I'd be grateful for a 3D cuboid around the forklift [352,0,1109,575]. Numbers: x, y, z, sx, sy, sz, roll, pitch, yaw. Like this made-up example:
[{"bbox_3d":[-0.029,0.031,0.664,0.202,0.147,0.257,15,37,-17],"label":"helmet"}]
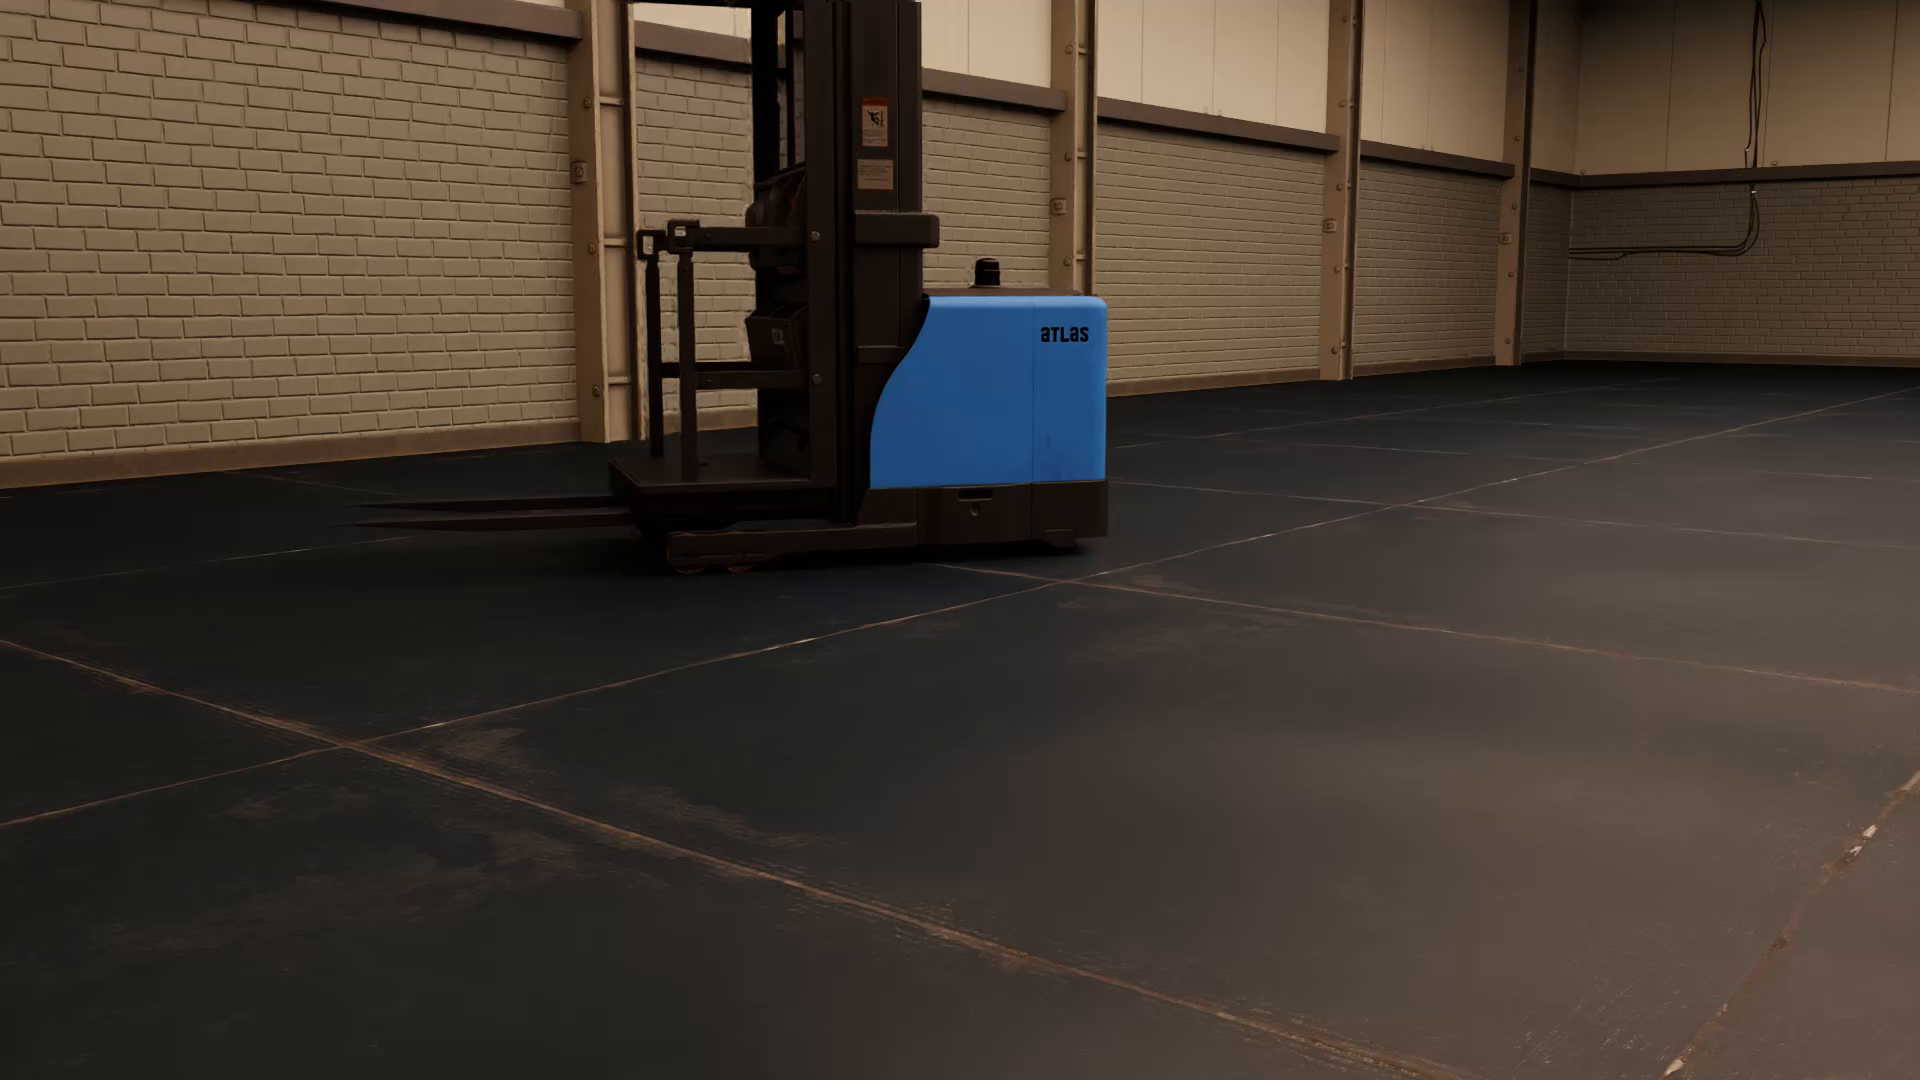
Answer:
[{"bbox_3d":[-0.946,-1.400,6.851,3.031,2.935,1.130,-3,9,-17],"label":"forklift"}]
